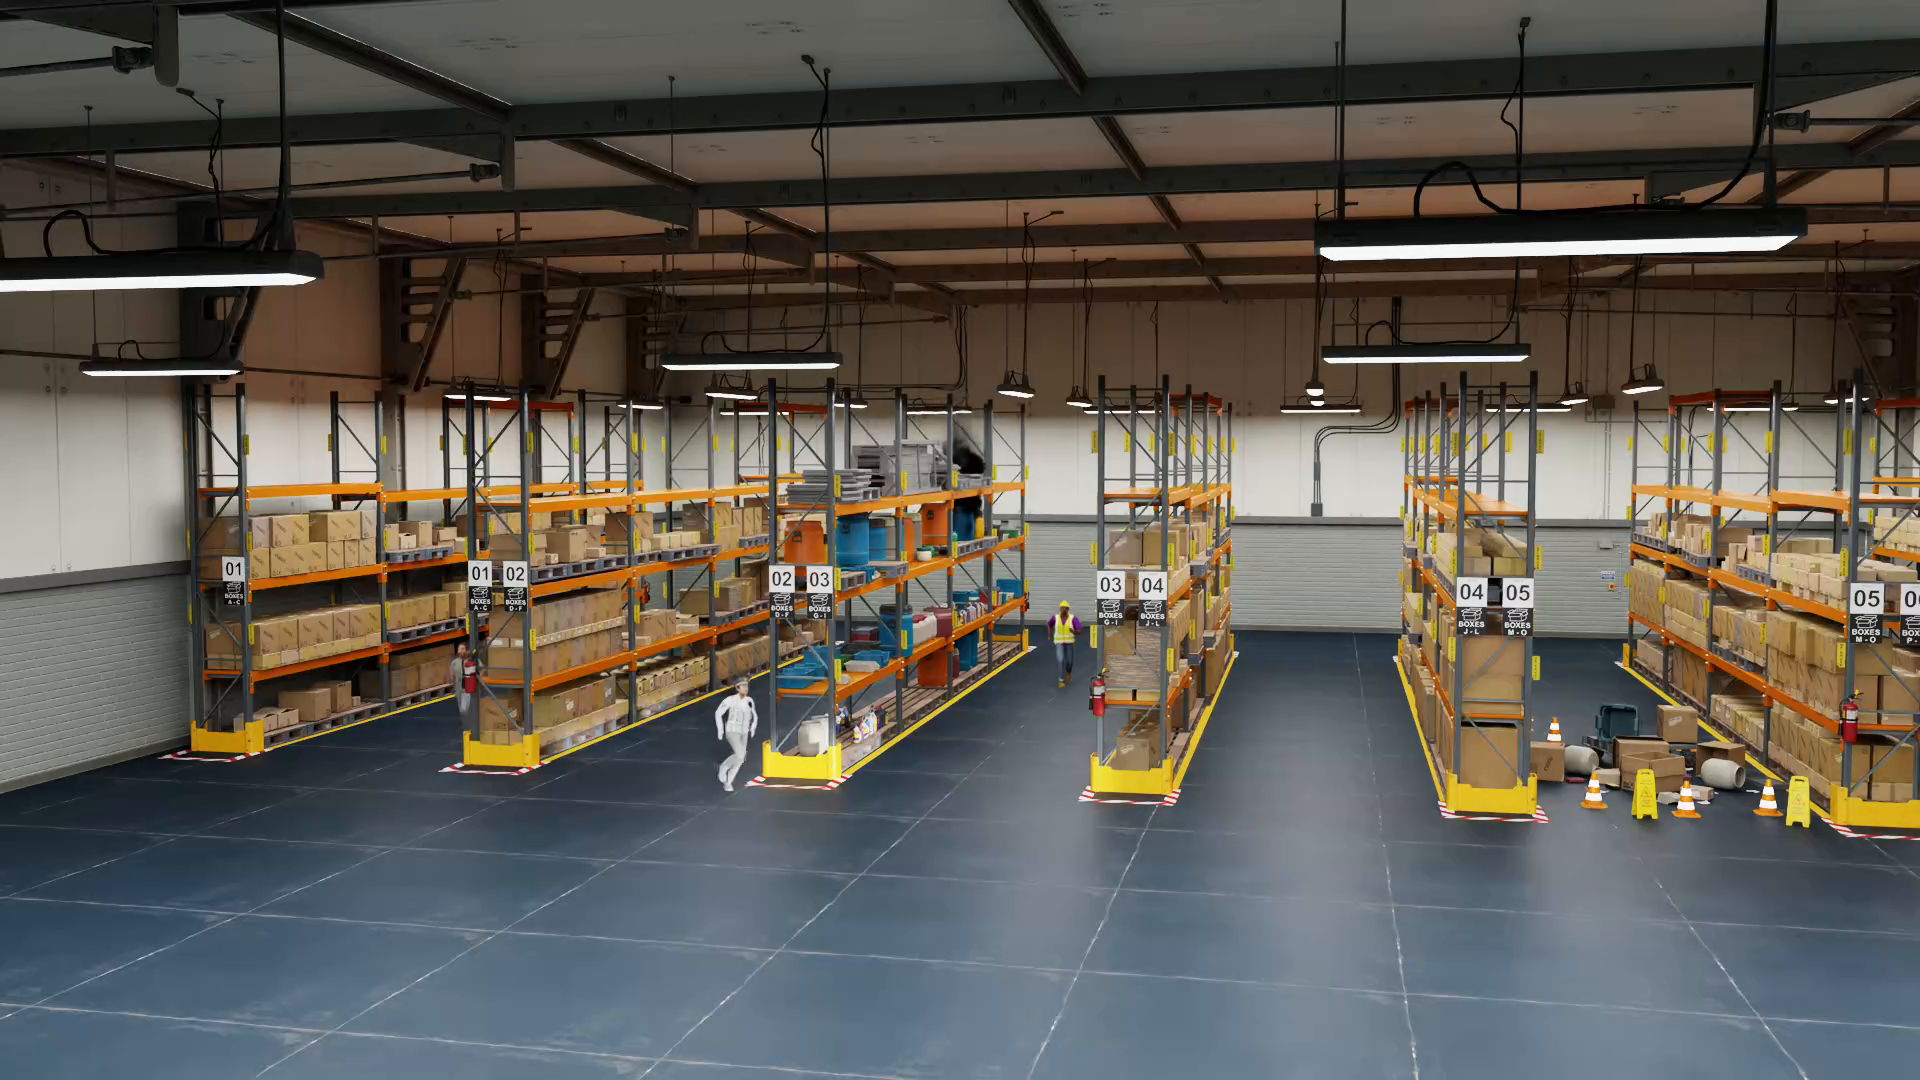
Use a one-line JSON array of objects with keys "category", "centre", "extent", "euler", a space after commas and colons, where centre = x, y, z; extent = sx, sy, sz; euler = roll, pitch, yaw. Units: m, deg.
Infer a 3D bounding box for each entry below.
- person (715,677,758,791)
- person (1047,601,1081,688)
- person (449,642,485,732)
[{"category": "person", "centre": [-3.182, 2.807, 24.161], "extent": [0.638, 1.620, 0.503], "euler": [-3, 4, -38]}, {"category": "person", "centre": [2.153, 2.135, 34.355], "extent": [0.706, 1.745, 0.987], "euler": [0, 3, 2]}, {"category": "person", "centre": [-8.346, 2.572, 28.050], "extent": [0.542, 1.710, 0.731], "euler": [1, 3, 13]}]
